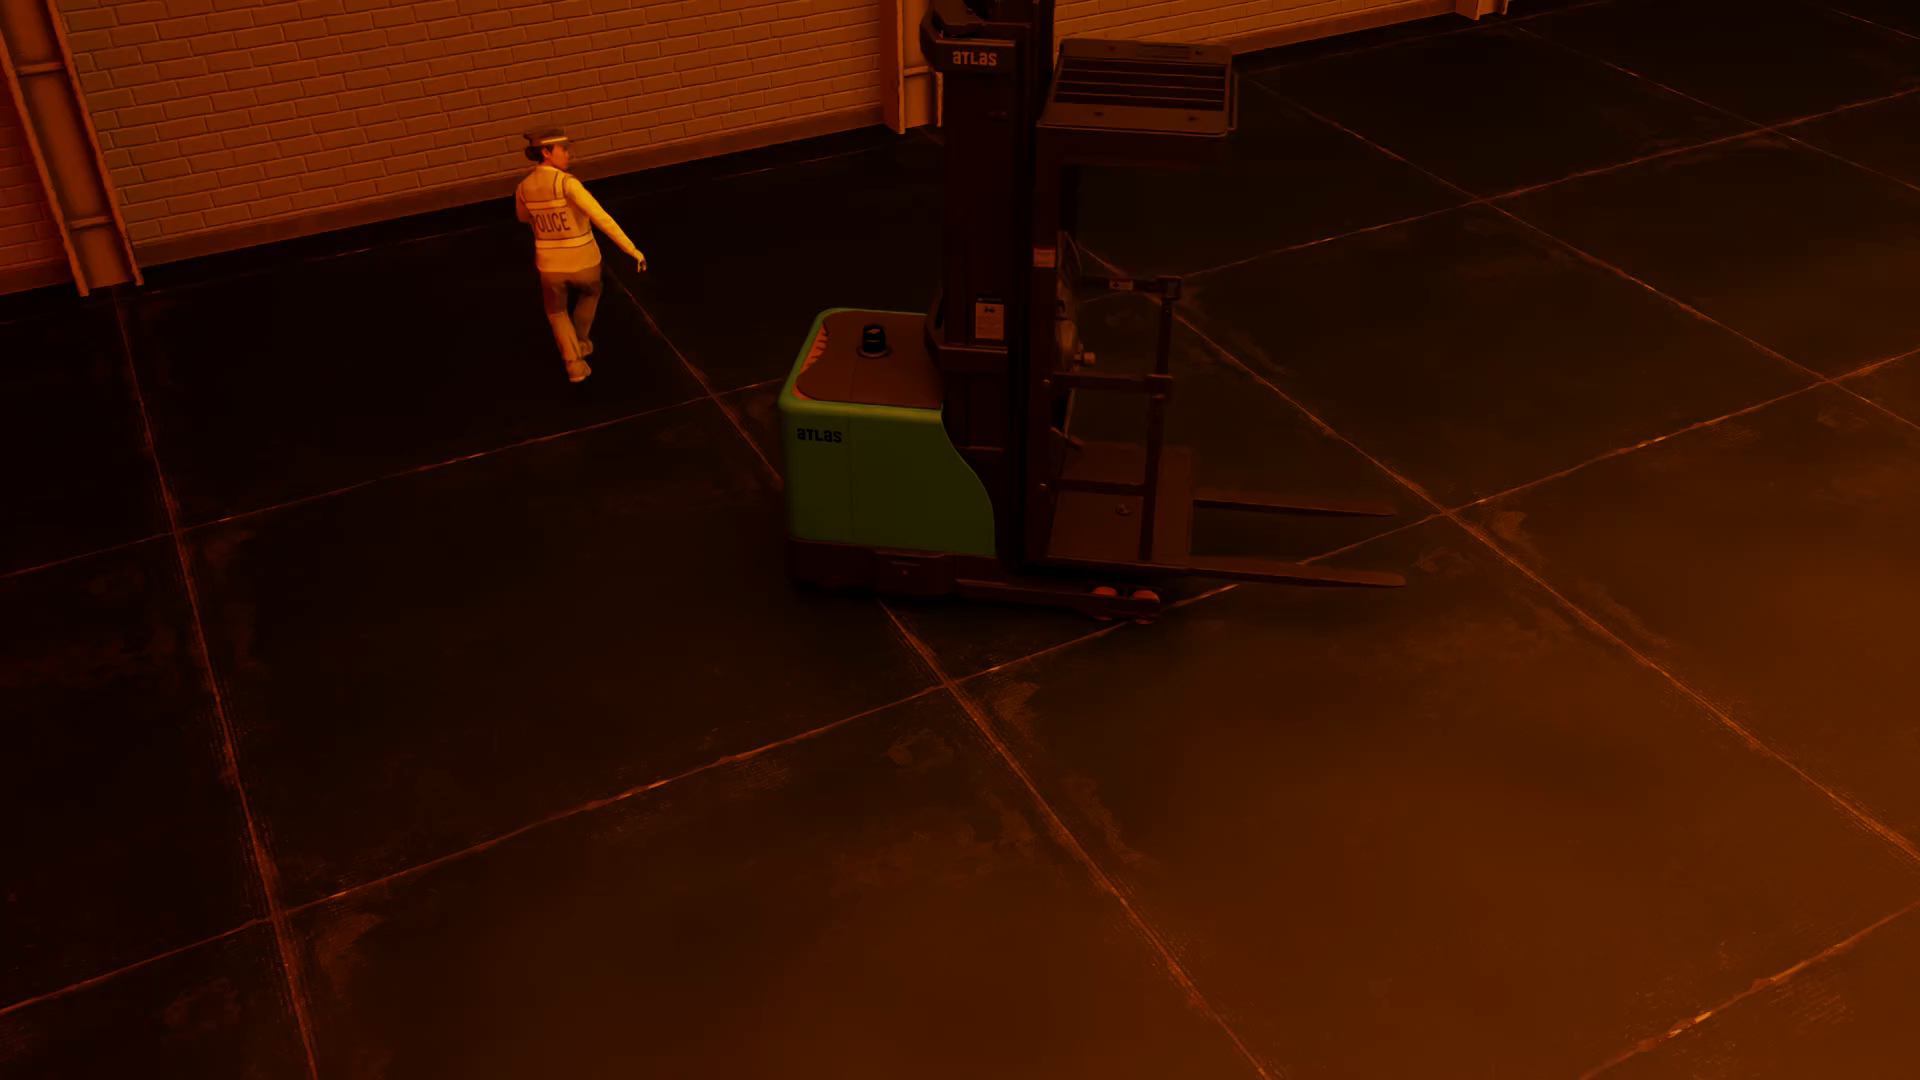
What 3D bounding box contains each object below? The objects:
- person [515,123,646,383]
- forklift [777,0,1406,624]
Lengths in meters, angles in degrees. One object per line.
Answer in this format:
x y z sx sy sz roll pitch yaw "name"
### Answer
-2.198 -1.687 9.725 0.801 1.556 0.799 2 35 3 "person"
0.690 -1.117 7.704 3.031 2.935 1.130 5 36 7 "forklift"
